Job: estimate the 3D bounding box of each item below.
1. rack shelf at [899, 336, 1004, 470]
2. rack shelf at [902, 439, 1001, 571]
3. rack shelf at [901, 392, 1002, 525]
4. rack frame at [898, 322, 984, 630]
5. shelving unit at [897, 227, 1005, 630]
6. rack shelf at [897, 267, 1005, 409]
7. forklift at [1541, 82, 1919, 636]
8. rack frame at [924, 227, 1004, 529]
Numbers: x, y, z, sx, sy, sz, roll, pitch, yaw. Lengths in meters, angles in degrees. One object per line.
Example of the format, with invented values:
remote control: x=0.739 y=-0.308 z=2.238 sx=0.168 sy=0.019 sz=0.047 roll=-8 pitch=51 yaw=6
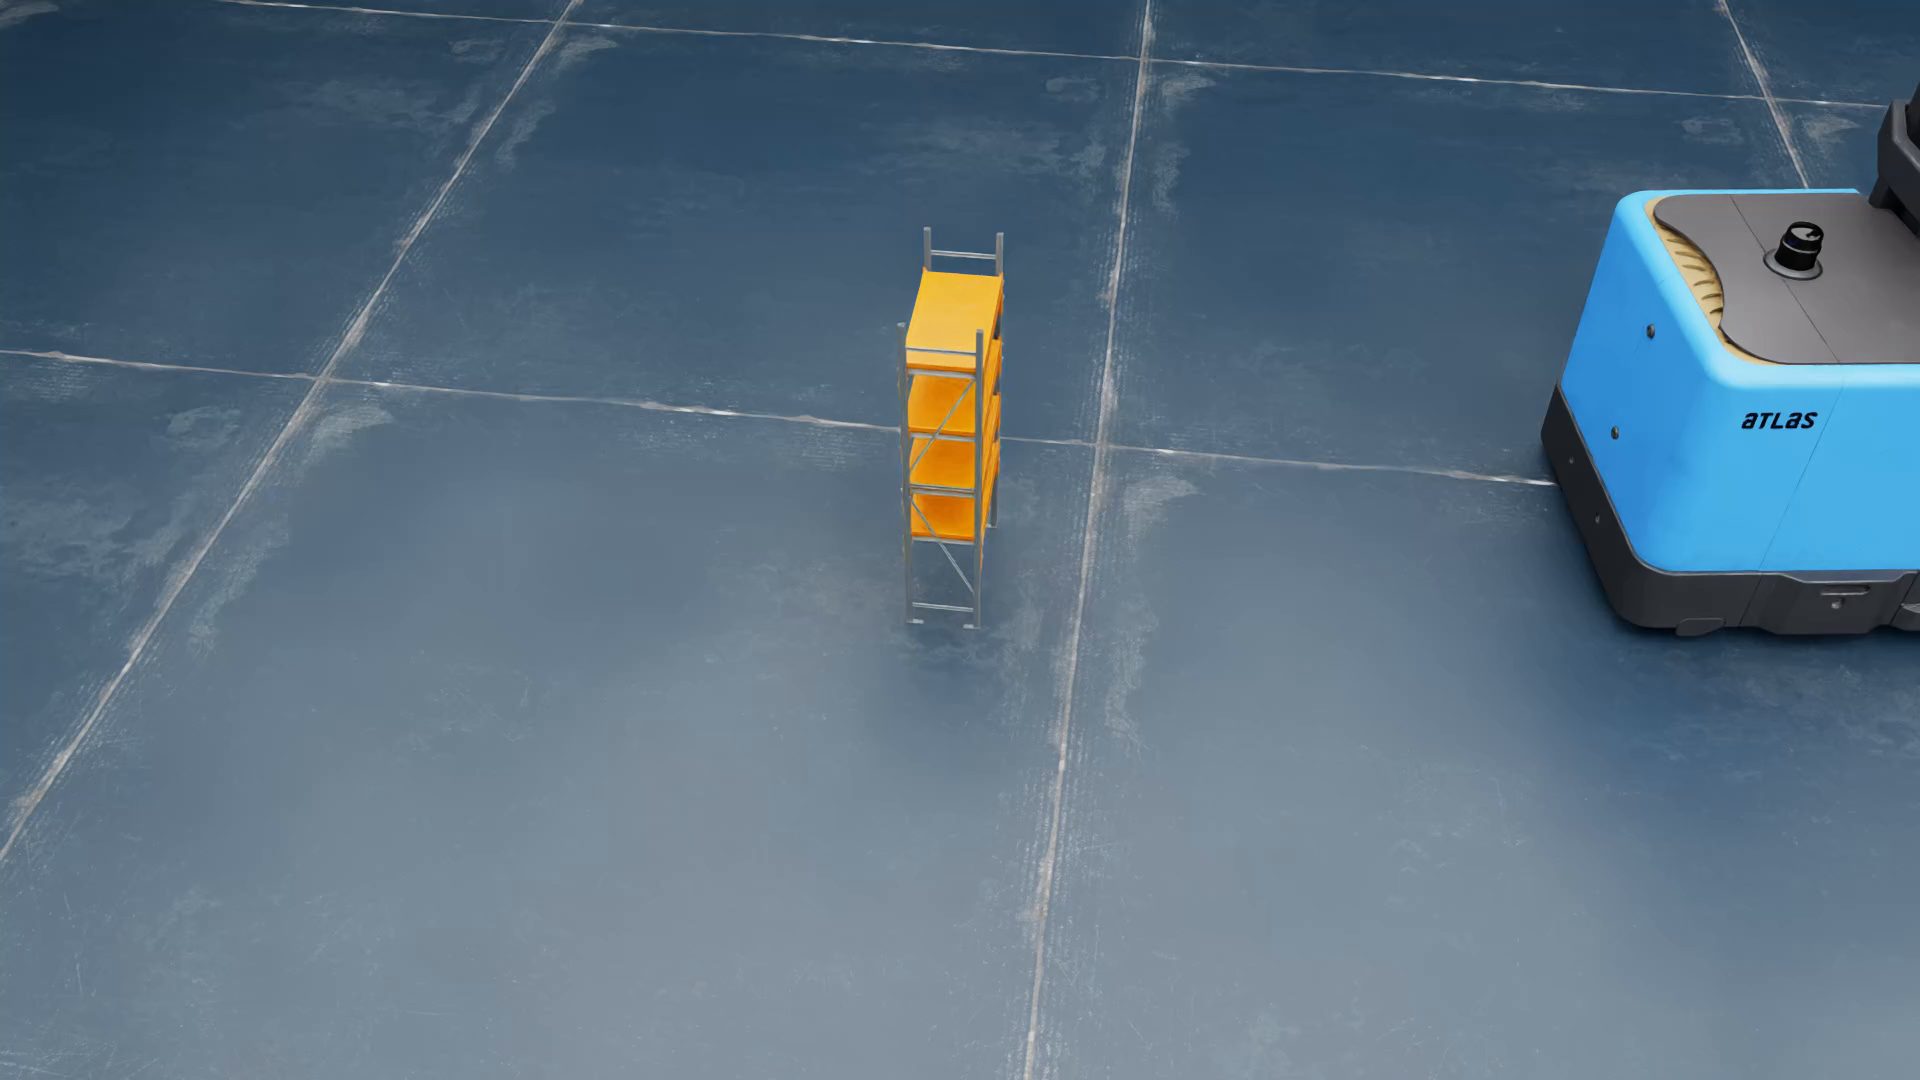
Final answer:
rack shelf: x=-0.022 y=-0.436 z=5.111 sx=0.258 sy=0.148 sz=0.480 roll=5 pitch=44 yaw=6
rack shelf: x=-0.022 y=-0.130 z=5.401 sx=0.258 sy=0.148 sz=0.480 roll=5 pitch=44 yaw=6
rack shelf: x=-0.022 y=-0.274 z=5.265 sx=0.258 sy=0.148 sz=0.480 roll=5 pitch=44 yaw=6
rack frame: x=-0.054 y=-0.157 z=5.043 sx=0.240 sy=1.200 sz=0.015 roll=5 pitch=44 yaw=6
shelving unit: x=-0.022 y=-0.323 z=5.218 sx=0.258 sy=1.200 sz=0.503 roll=5 pitch=44 yaw=6
rack shelf: x=-0.022 y=-0.608 z=4.948 sx=0.258 sy=0.148 sz=0.480 roll=5 pitch=44 yaw=6
forklift: x=3.630 y=-1.106 z=4.787 sx=3.031 sy=2.935 sz=1.130 roll=-1 pitch=43 yaw=-1
rack frame: x=0.010 y=-0.489 z=5.394 sx=0.240 sy=1.200 sz=0.015 roll=5 pitch=44 yaw=6
